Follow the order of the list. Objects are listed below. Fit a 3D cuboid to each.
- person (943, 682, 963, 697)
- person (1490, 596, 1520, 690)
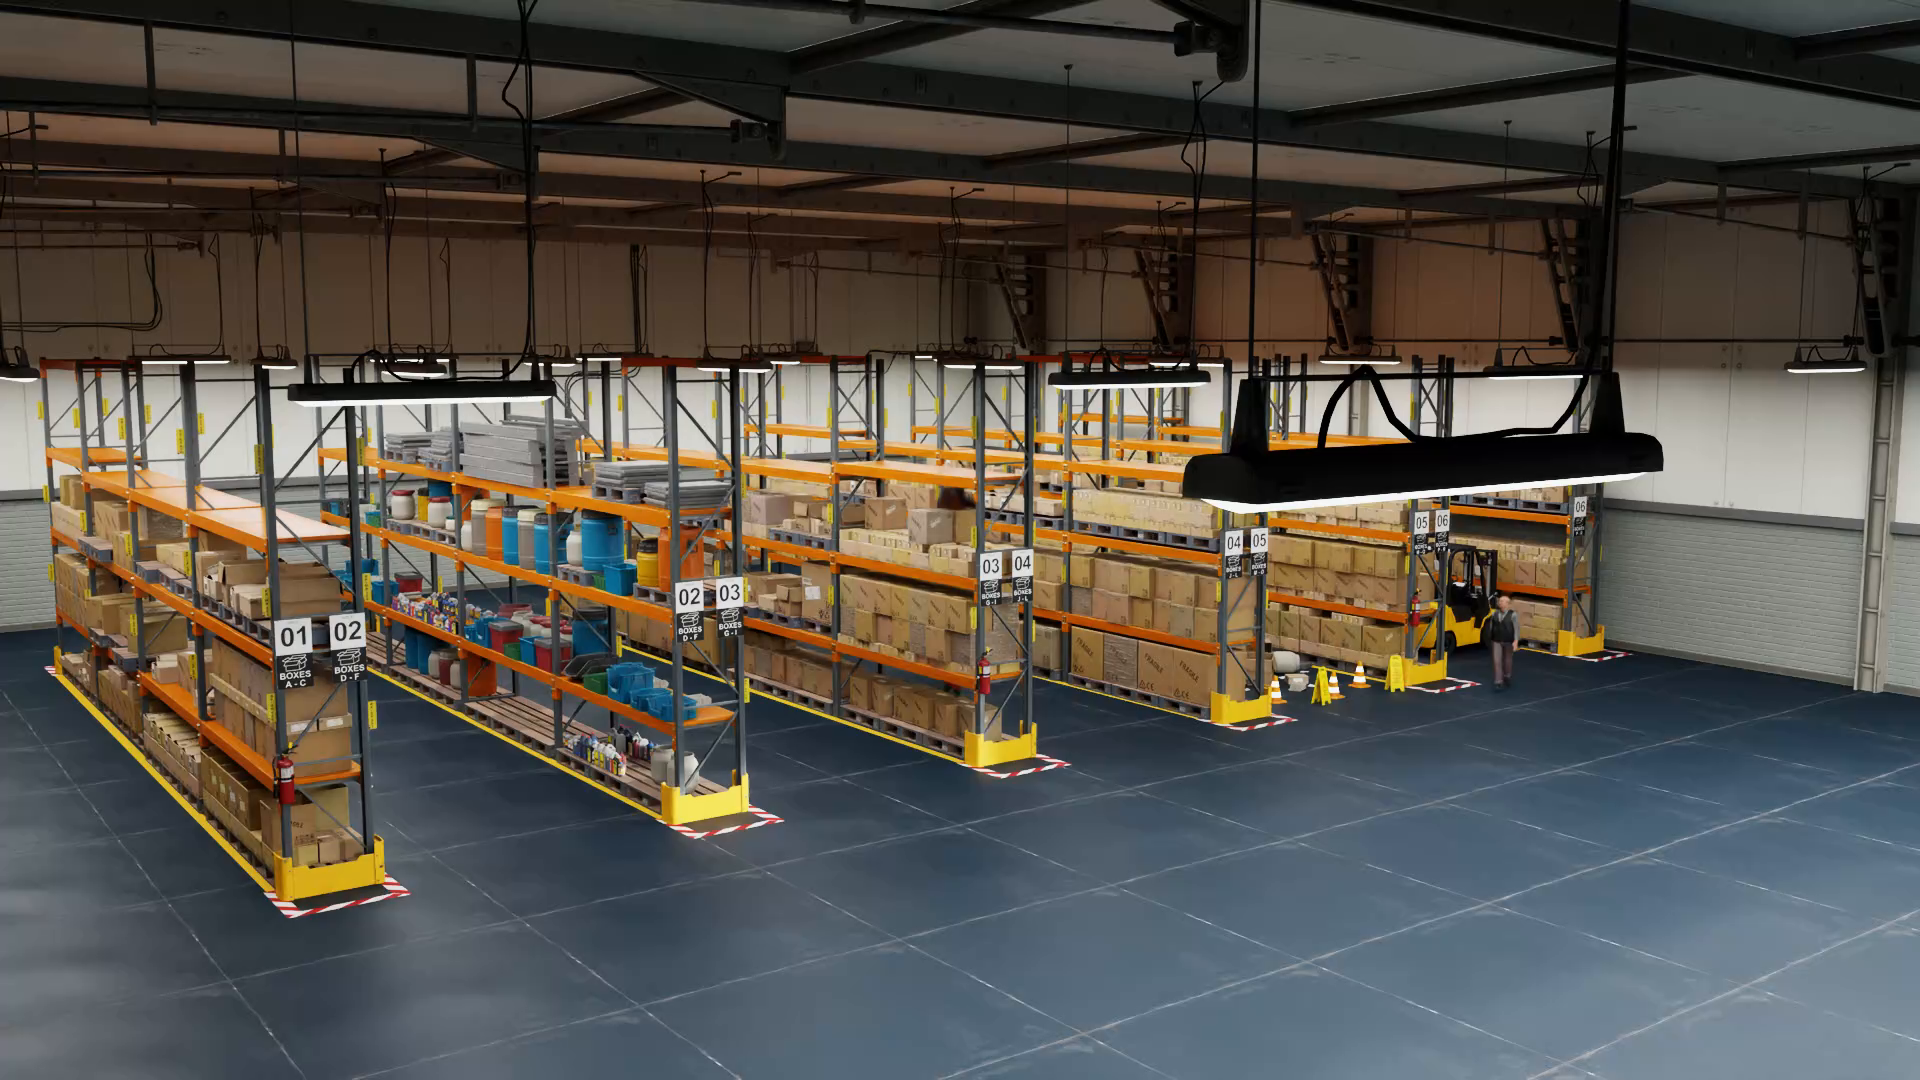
[{"bbox_3d":[-0.050,1.948,29.059,0.609,1.659,0.873,-5,8,-33],"label":"person"},{"bbox_3d":[9.909,1.869,30.266,0.528,1.684,0.993,2,7,20],"label":"person"}]
